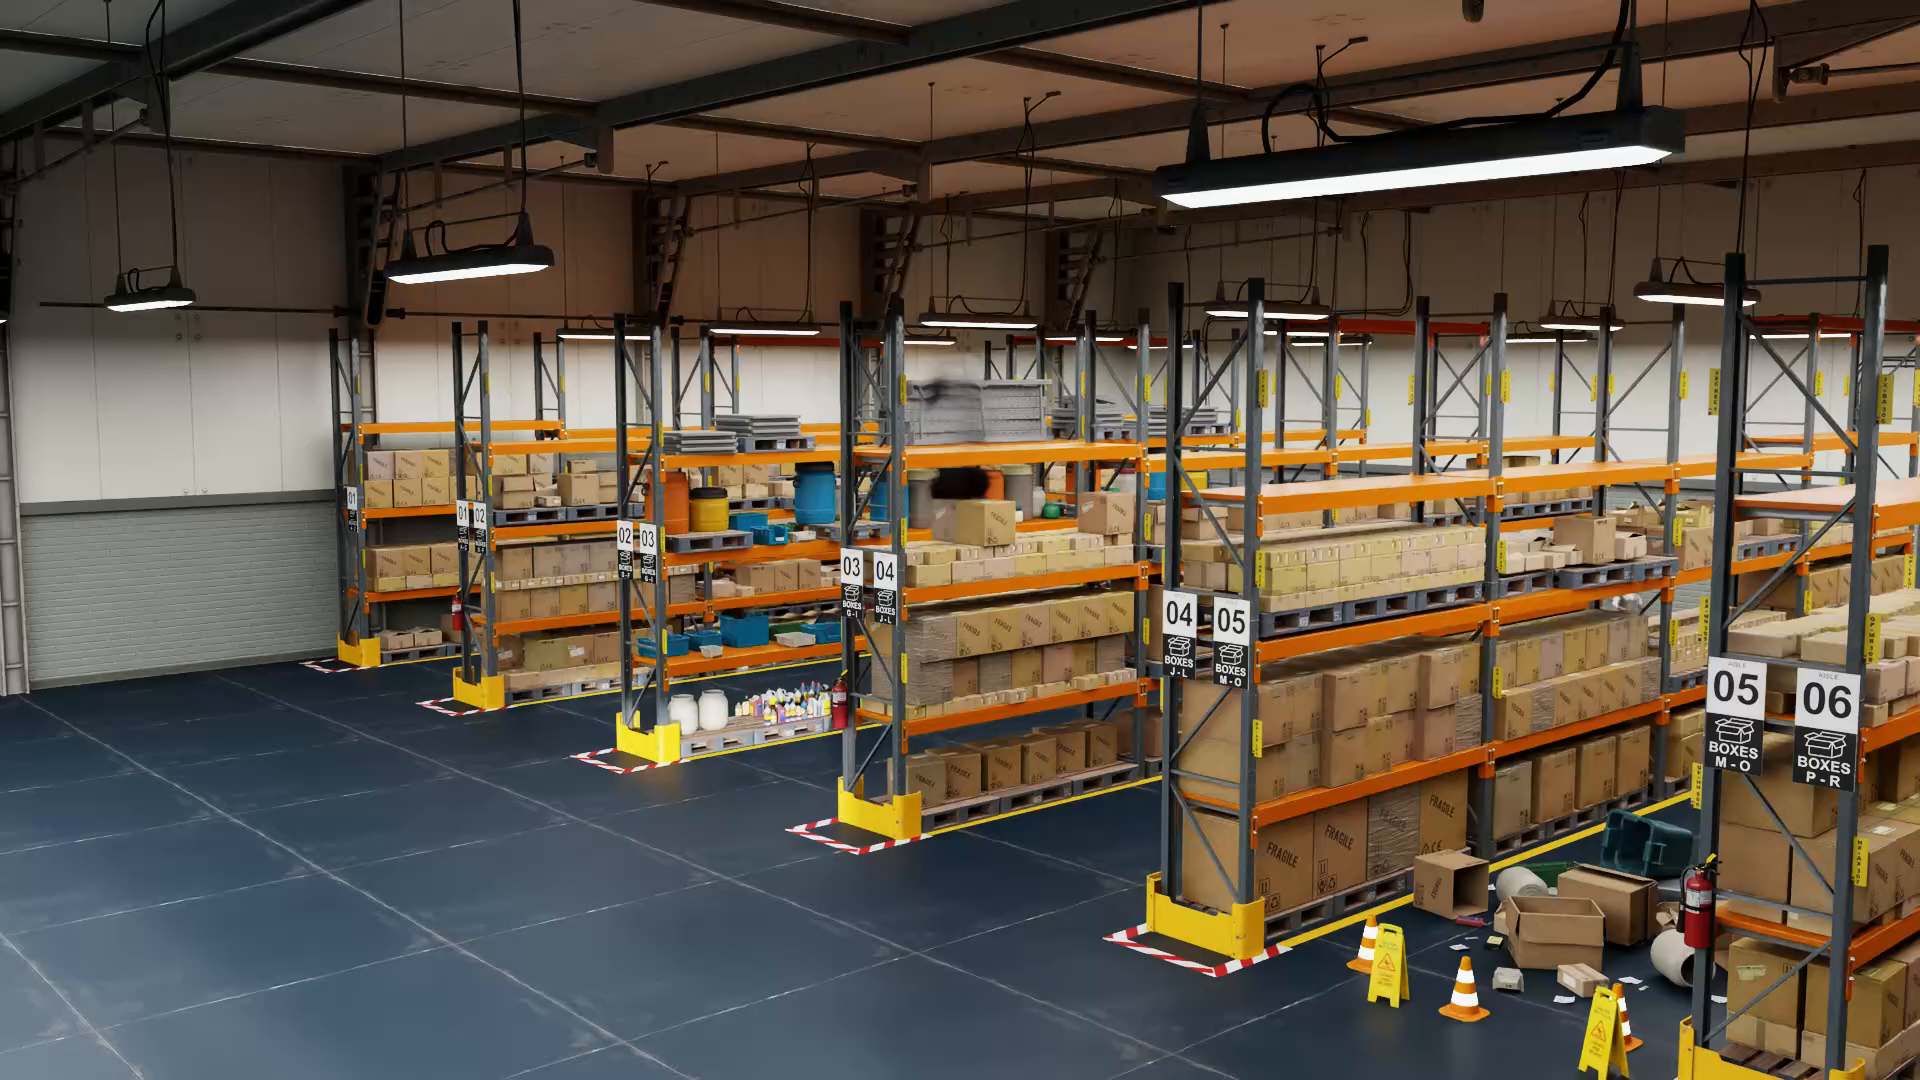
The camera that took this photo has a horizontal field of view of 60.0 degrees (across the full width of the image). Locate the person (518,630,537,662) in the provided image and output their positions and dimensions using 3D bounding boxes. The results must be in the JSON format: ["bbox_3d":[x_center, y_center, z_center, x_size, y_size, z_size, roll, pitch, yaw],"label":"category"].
[{"bbox_3d":[-7.337,1.542,28.604,0.559,1.640,0.836,4,7,36],"label":"person"}]

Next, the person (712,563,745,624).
[{"bbox_3d":[-4.260,1.263,31.274,1.056,1.744,0.752,-6,8,-44],"label":"person"}]

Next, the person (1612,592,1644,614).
[{"bbox_3d":[12.148,1.422,30.305,0.579,1.578,0.673,-1,6,-6],"label":"person"}]
